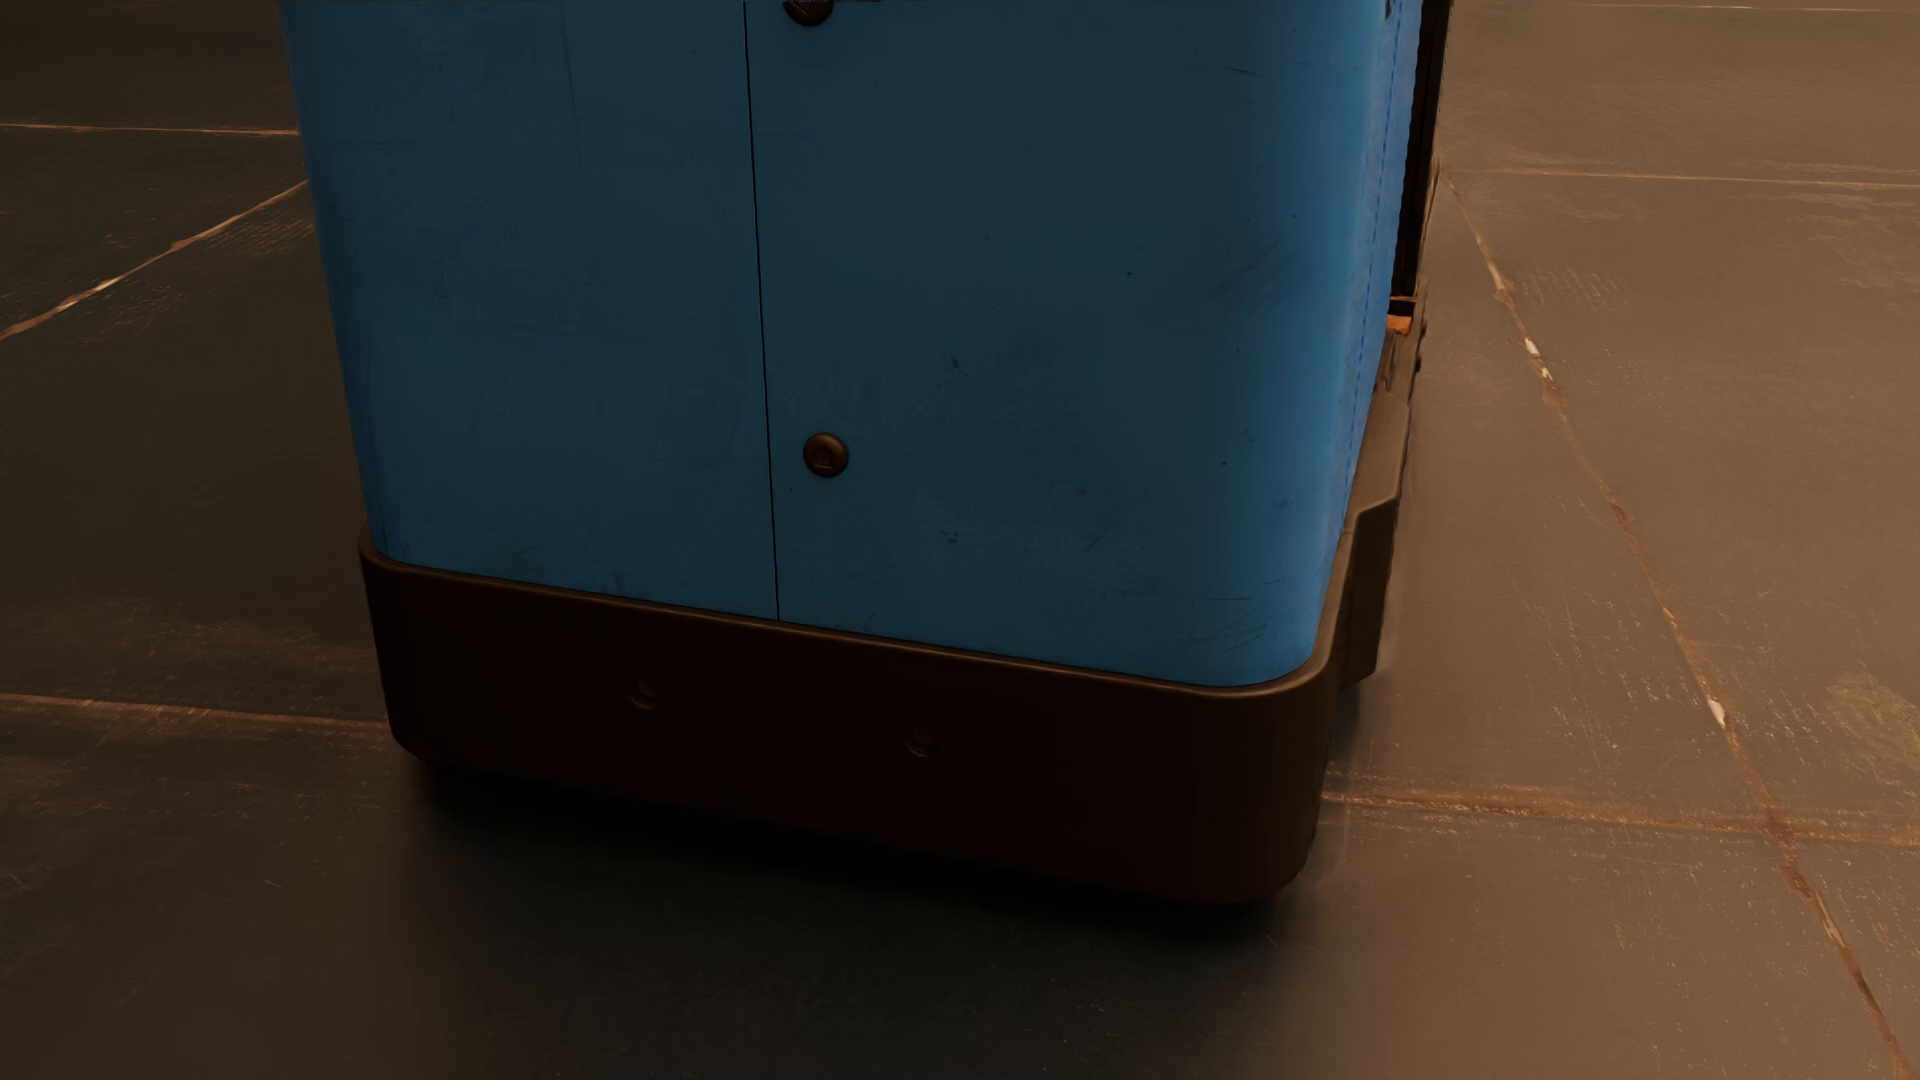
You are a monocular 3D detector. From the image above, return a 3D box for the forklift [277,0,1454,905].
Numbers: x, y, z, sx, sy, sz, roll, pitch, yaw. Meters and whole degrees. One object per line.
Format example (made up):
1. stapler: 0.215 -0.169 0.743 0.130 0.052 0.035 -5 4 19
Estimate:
1. forklift: 0.258 -1.593 2.410 1.130 2.935 3.031 8 28 15
